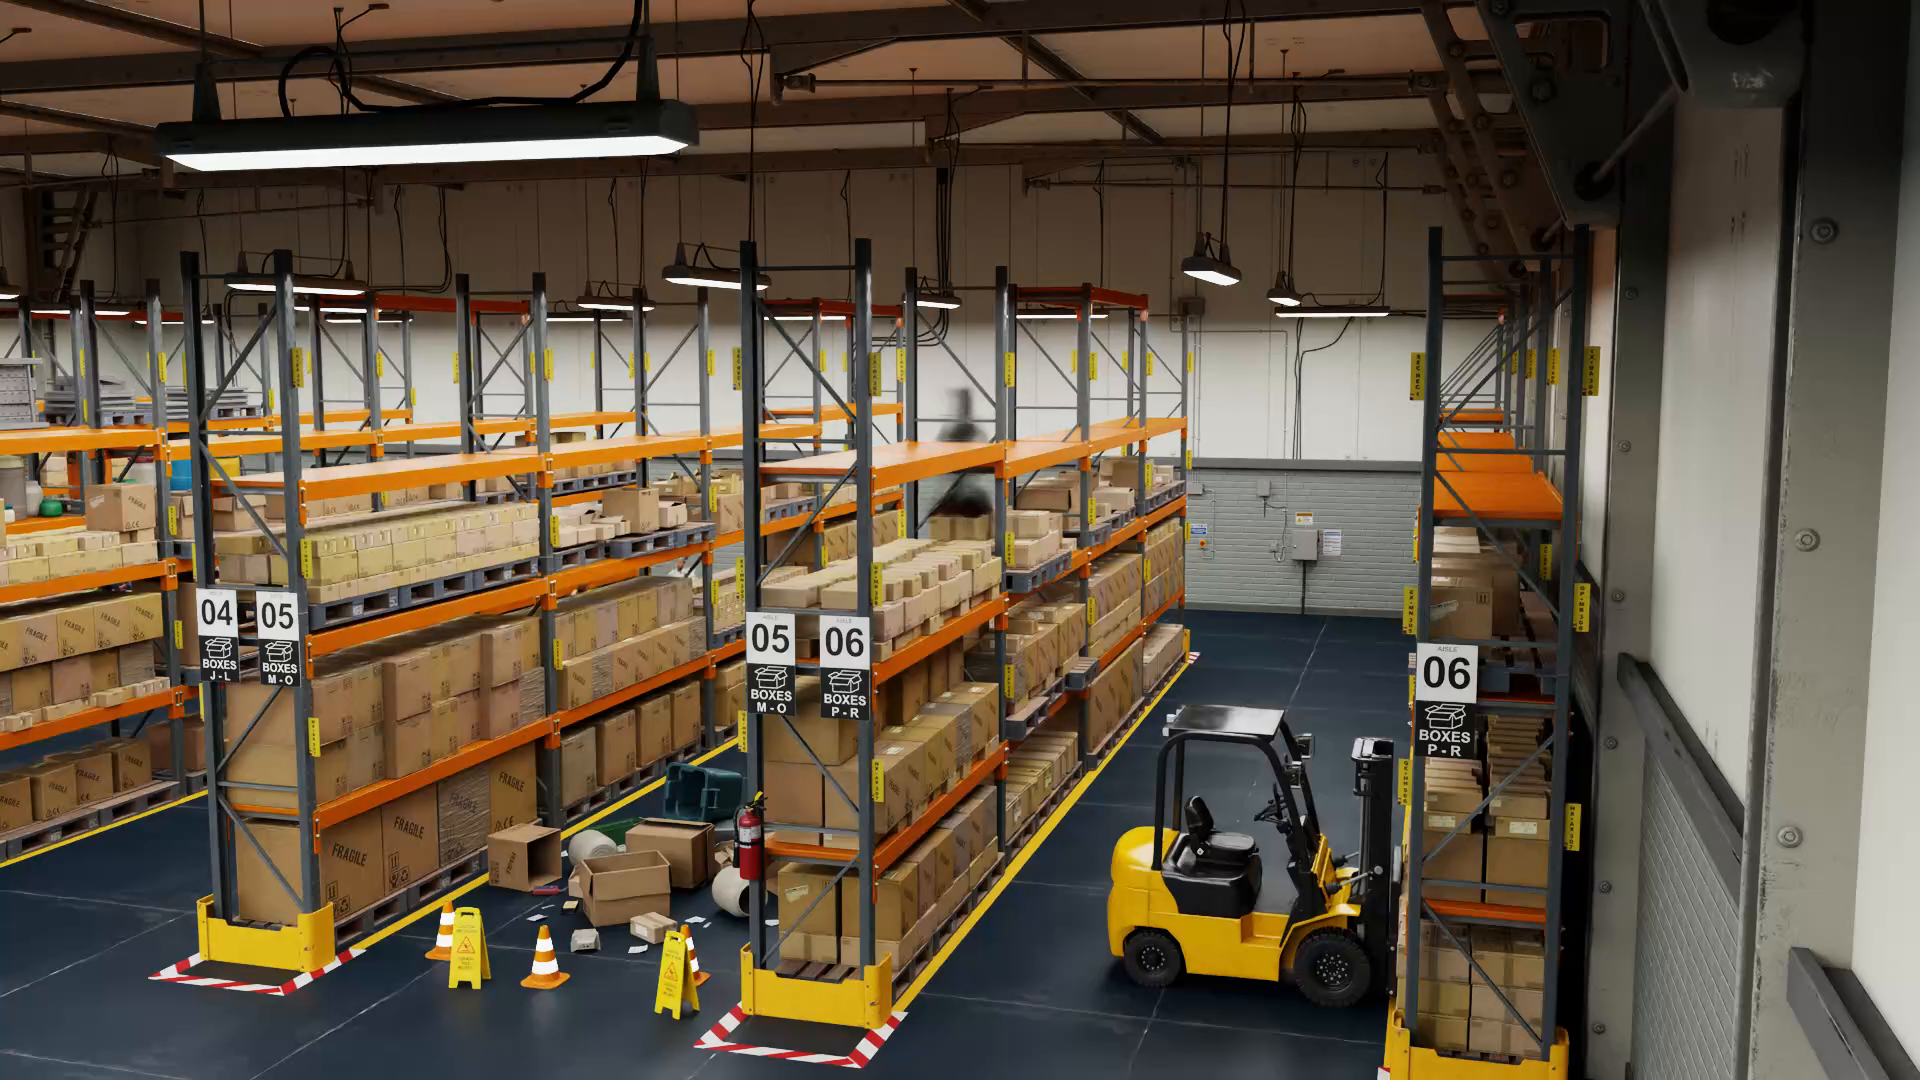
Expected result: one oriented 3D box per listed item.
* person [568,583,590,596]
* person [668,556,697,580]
[{"bbox_3d":[-5.851,1.389,25.932,0.707,1.760,0.862,1,7,11],"label":"person"},{"bbox_3d":[-4.900,1.084,29.274,0.653,1.698,0.745,1,6,5],"label":"person"}]
